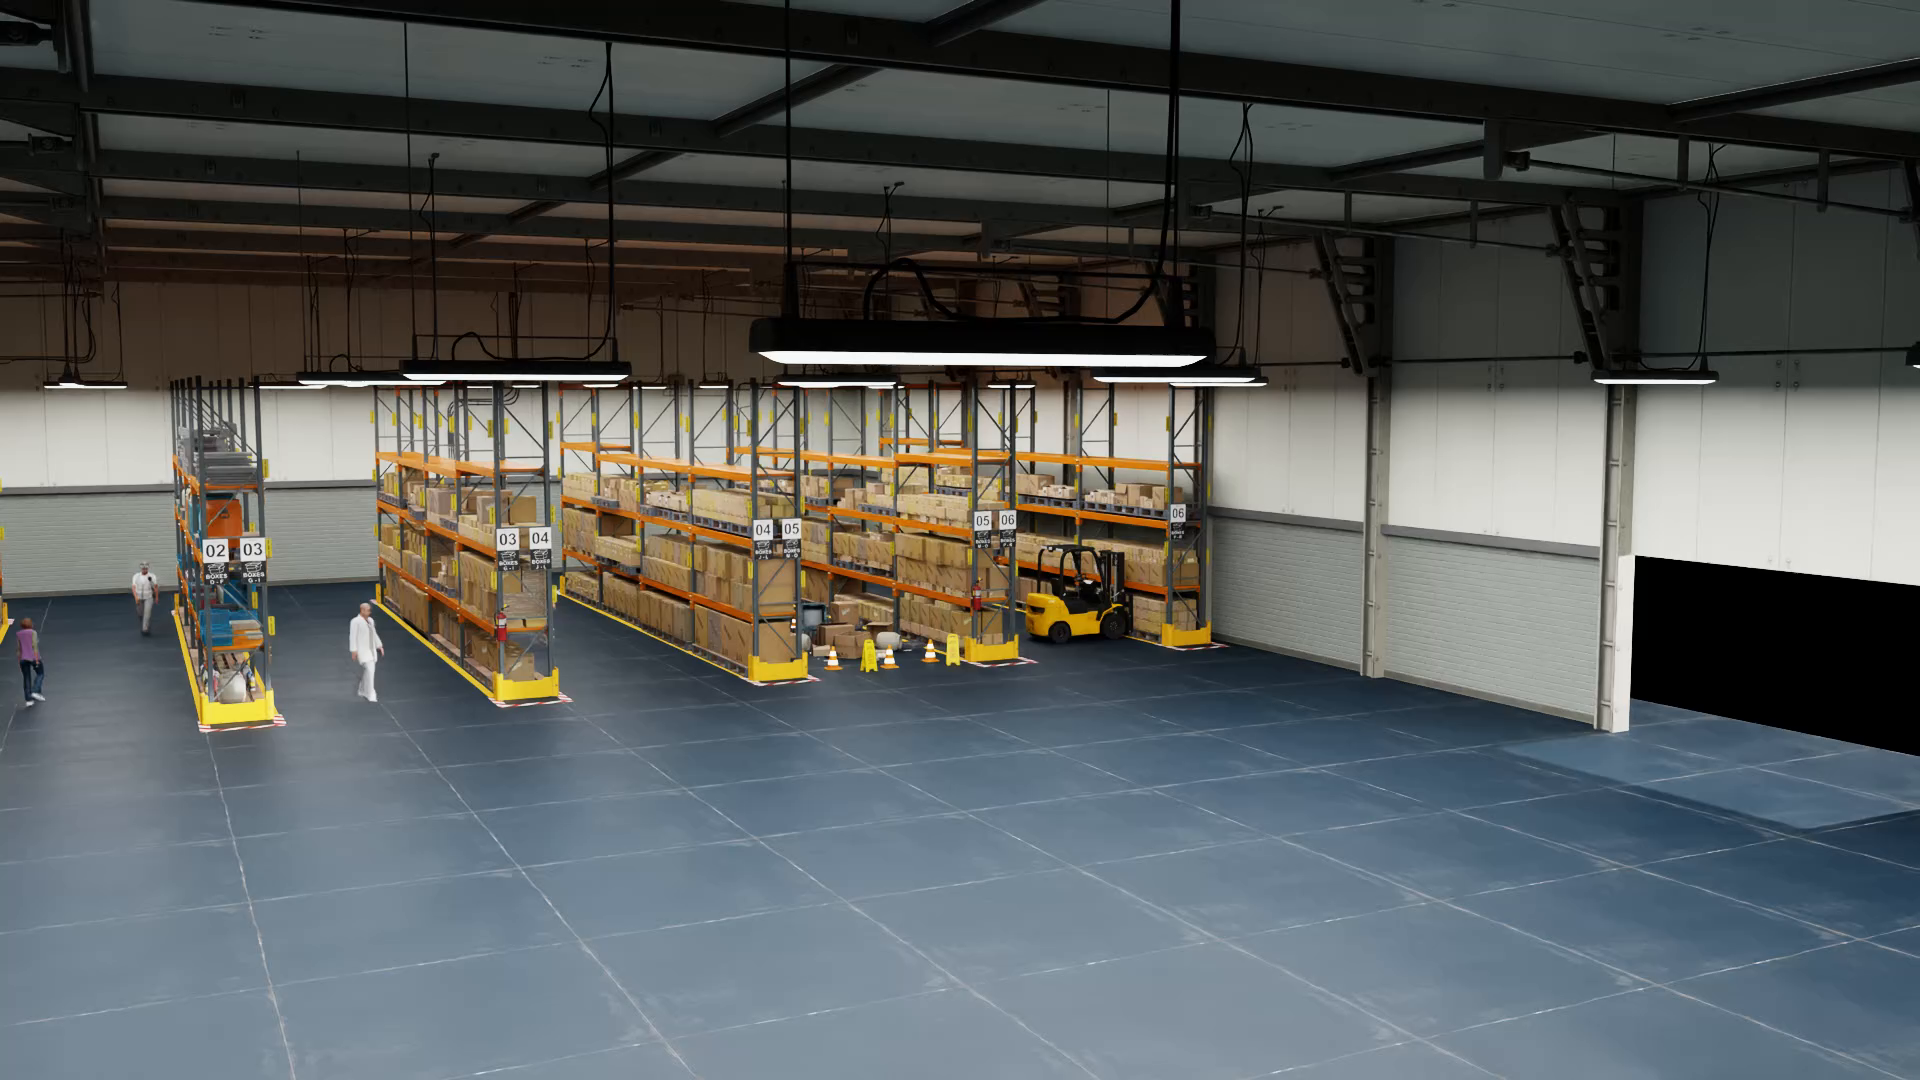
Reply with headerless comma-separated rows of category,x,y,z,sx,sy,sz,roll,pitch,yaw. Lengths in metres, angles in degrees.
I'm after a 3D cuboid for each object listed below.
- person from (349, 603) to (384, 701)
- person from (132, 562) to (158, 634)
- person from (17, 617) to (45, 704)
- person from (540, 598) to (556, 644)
person,-11.057,2.108,31.040,0.567,1.853,0.616,2,5,17
person,-19.404,1.368,39.541,0.530,1.666,1.122,-1,5,-14
person,-17.051,2.212,30.464,0.446,1.582,0.469,-1,5,-15
person,-9.383,1.547,37.790,0.762,1.663,0.469,4,6,38
